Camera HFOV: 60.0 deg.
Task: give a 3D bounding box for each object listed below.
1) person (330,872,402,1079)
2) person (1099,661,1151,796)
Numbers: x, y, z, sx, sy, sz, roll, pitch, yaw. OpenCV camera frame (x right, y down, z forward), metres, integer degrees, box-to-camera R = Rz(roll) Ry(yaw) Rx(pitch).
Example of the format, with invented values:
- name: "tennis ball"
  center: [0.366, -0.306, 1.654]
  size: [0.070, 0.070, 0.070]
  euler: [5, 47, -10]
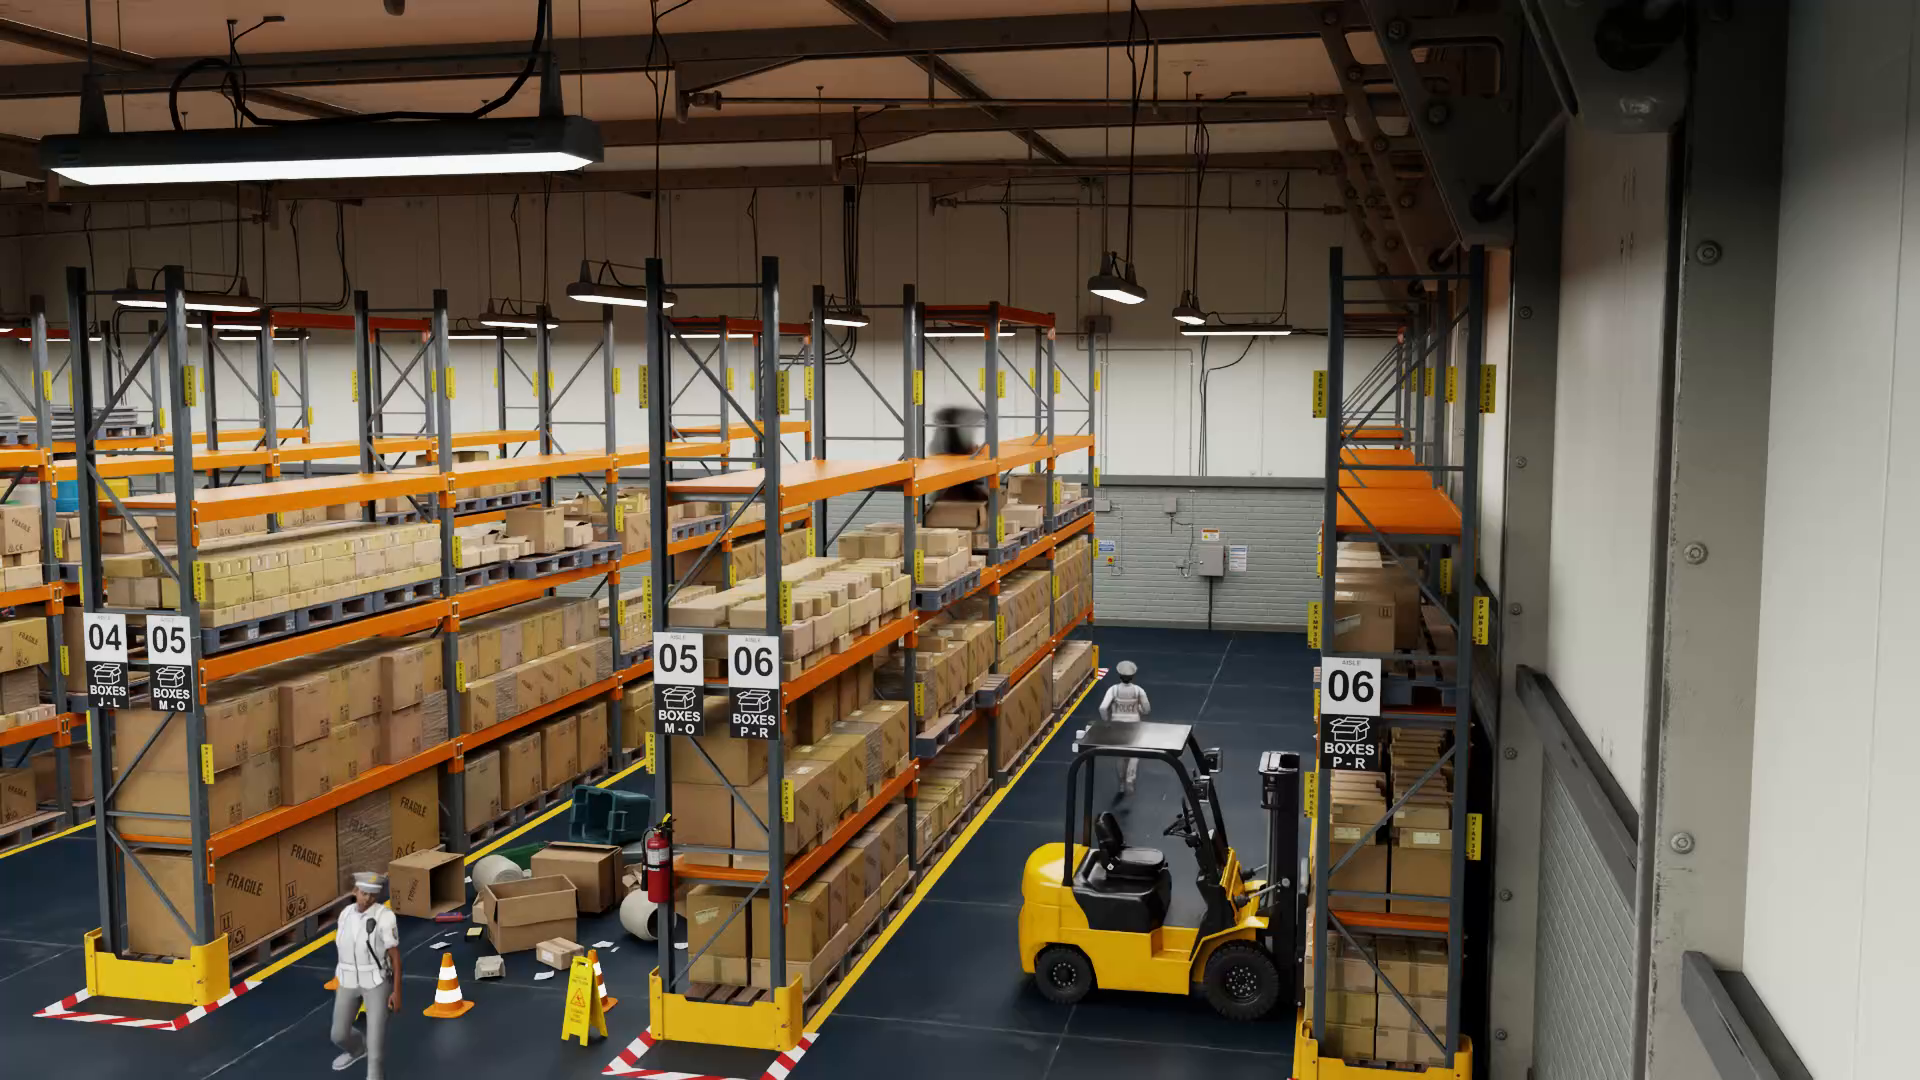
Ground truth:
- name: "person"
  center: [-4.256, 3.141, 11.863]
  size: [0.683, 1.669, 0.614]
  euler: [0, 6, 4]
- name: "person"
  center: [2.001, 2.289, 20.146]
  size: [0.616, 1.666, 0.870]
  euler: [1, 6, 8]
